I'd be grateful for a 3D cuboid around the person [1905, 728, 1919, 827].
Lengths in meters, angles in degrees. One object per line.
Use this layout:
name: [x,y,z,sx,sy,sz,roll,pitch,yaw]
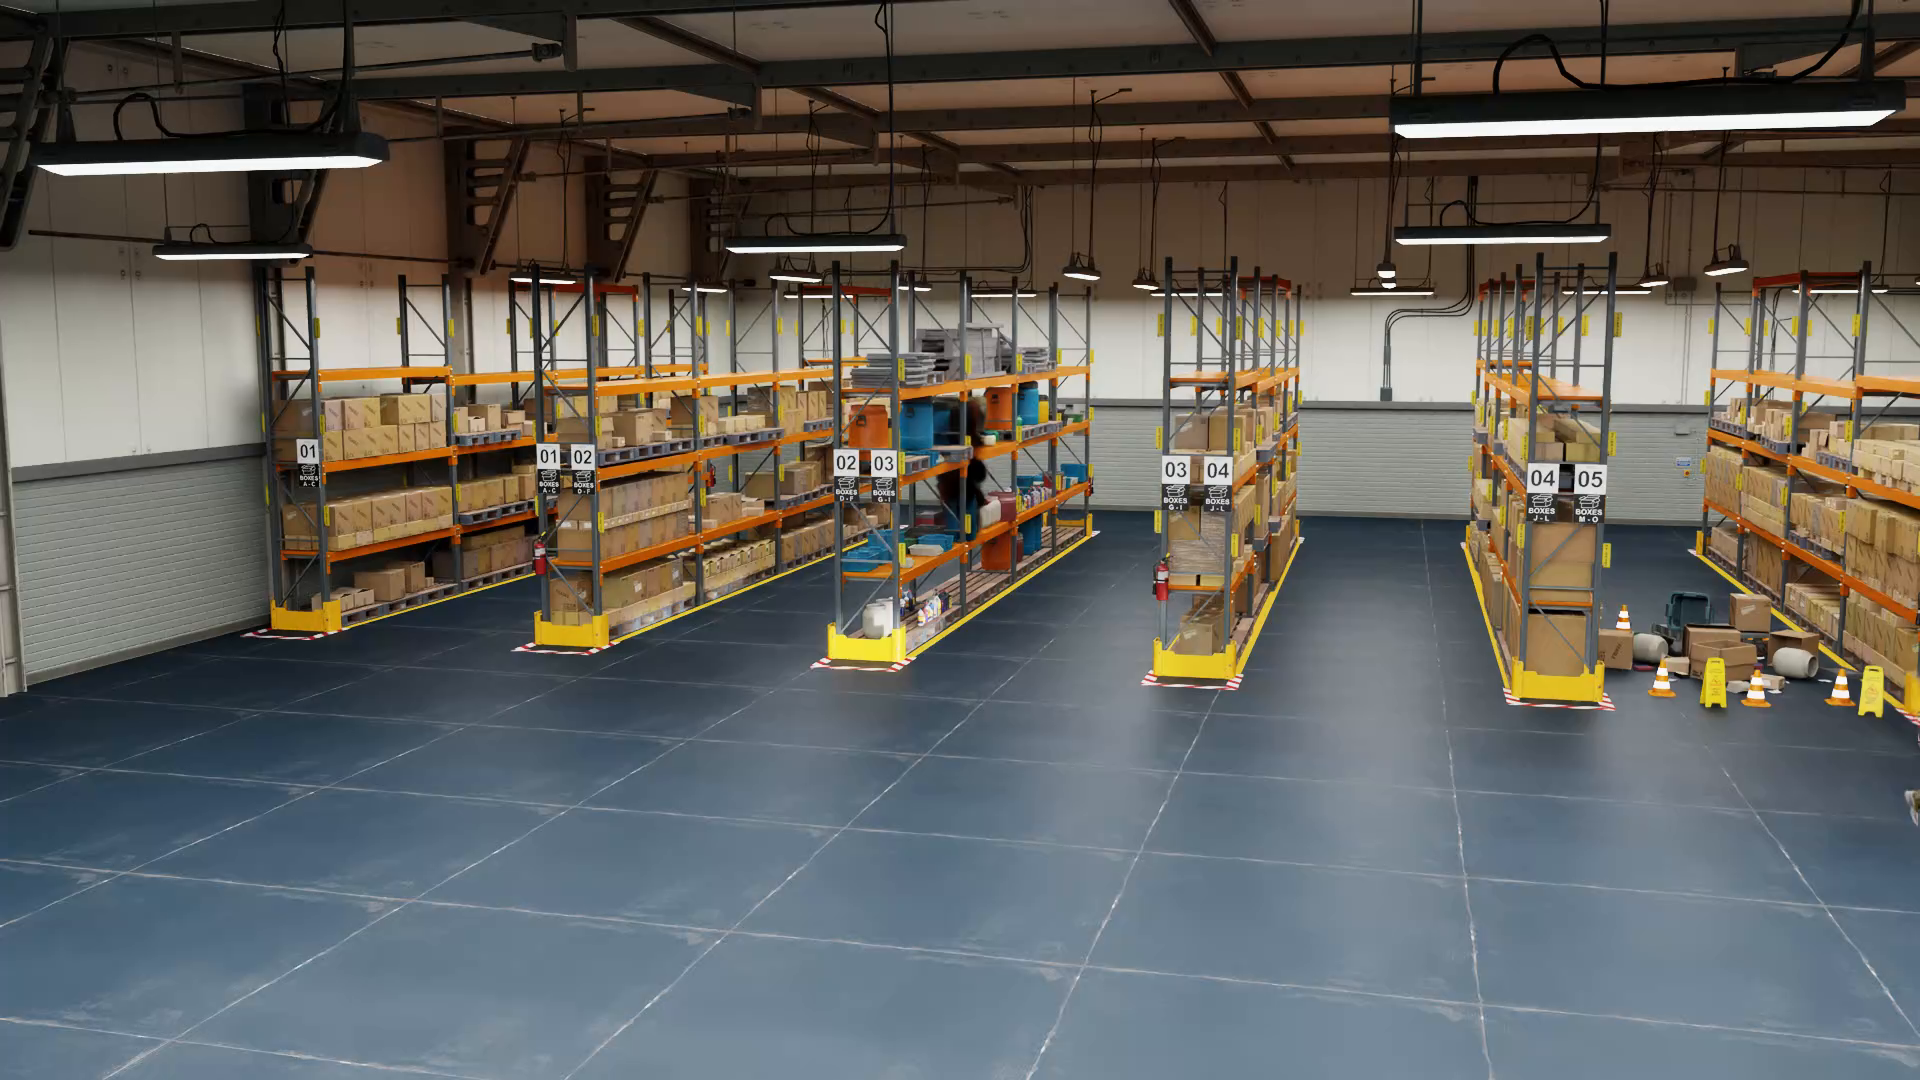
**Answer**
person: [9.364,2.162,15.845,0.730,1.724,0.717,-5,9,-36]
